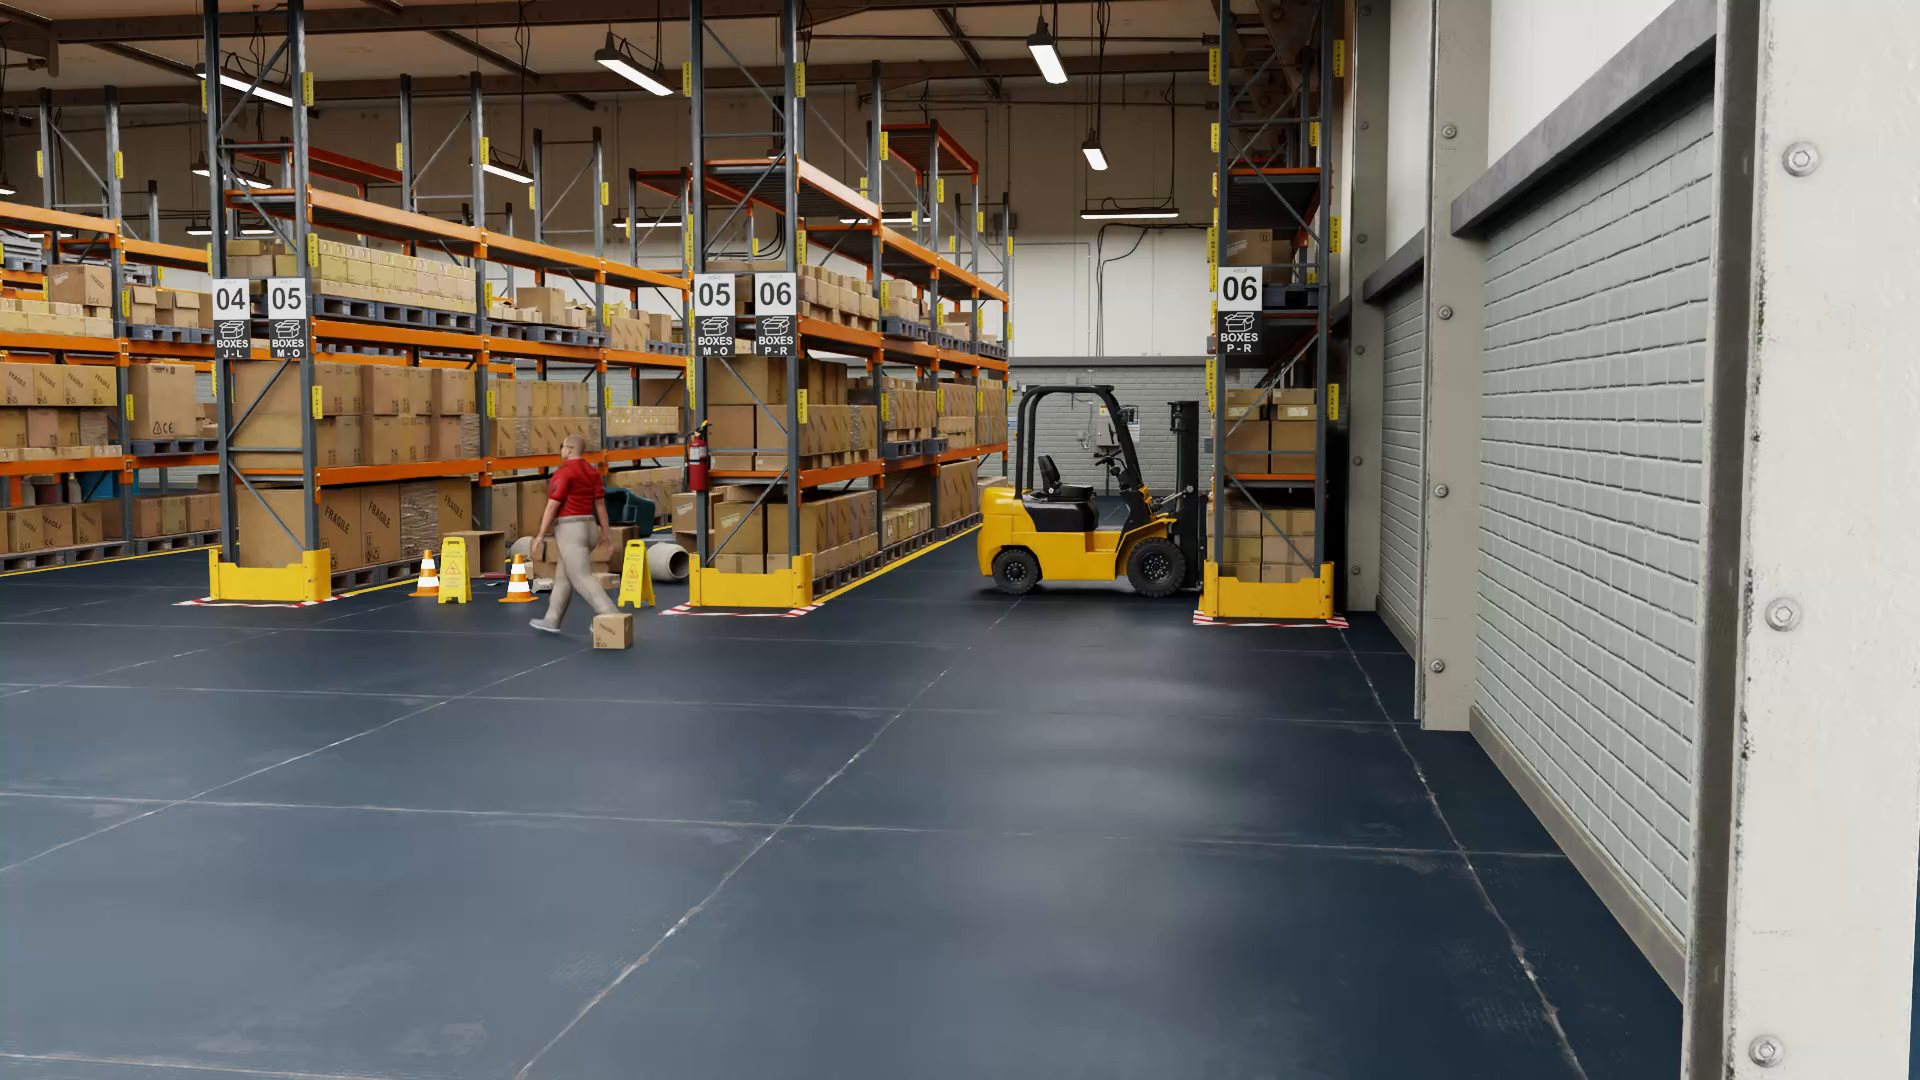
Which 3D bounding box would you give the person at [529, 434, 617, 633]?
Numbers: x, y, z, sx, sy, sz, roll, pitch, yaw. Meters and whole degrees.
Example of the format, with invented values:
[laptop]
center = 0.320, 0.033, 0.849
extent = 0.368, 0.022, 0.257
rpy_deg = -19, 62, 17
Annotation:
[person]
center = -3.231, -0.042, 13.848
extent = 1.056, 1.677, 0.576
rpy_deg = 2, 5, 24
